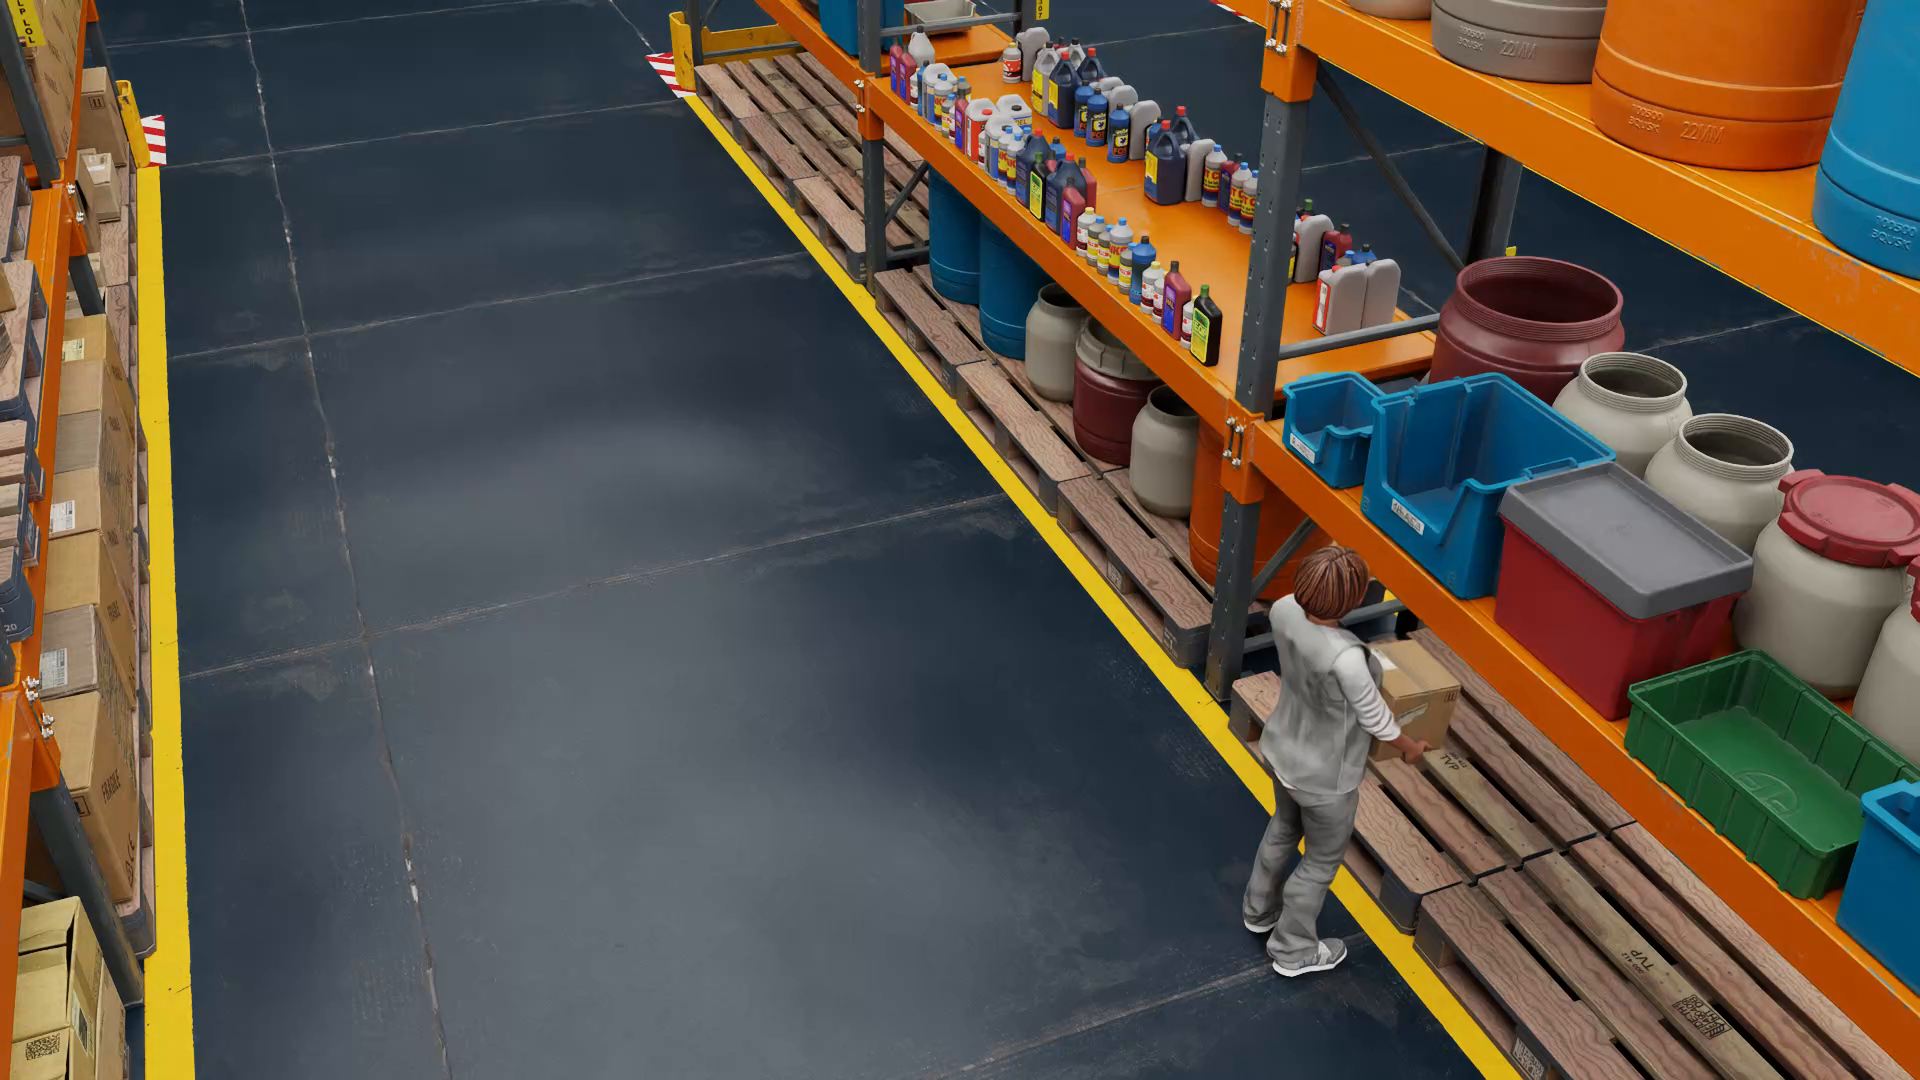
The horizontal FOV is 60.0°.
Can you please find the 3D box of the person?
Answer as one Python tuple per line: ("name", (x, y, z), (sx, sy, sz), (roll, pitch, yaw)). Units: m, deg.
("person", (1.171, 0.709, 5.189), (0.491, 1.499, 0.402), (-13, 36, -19))
